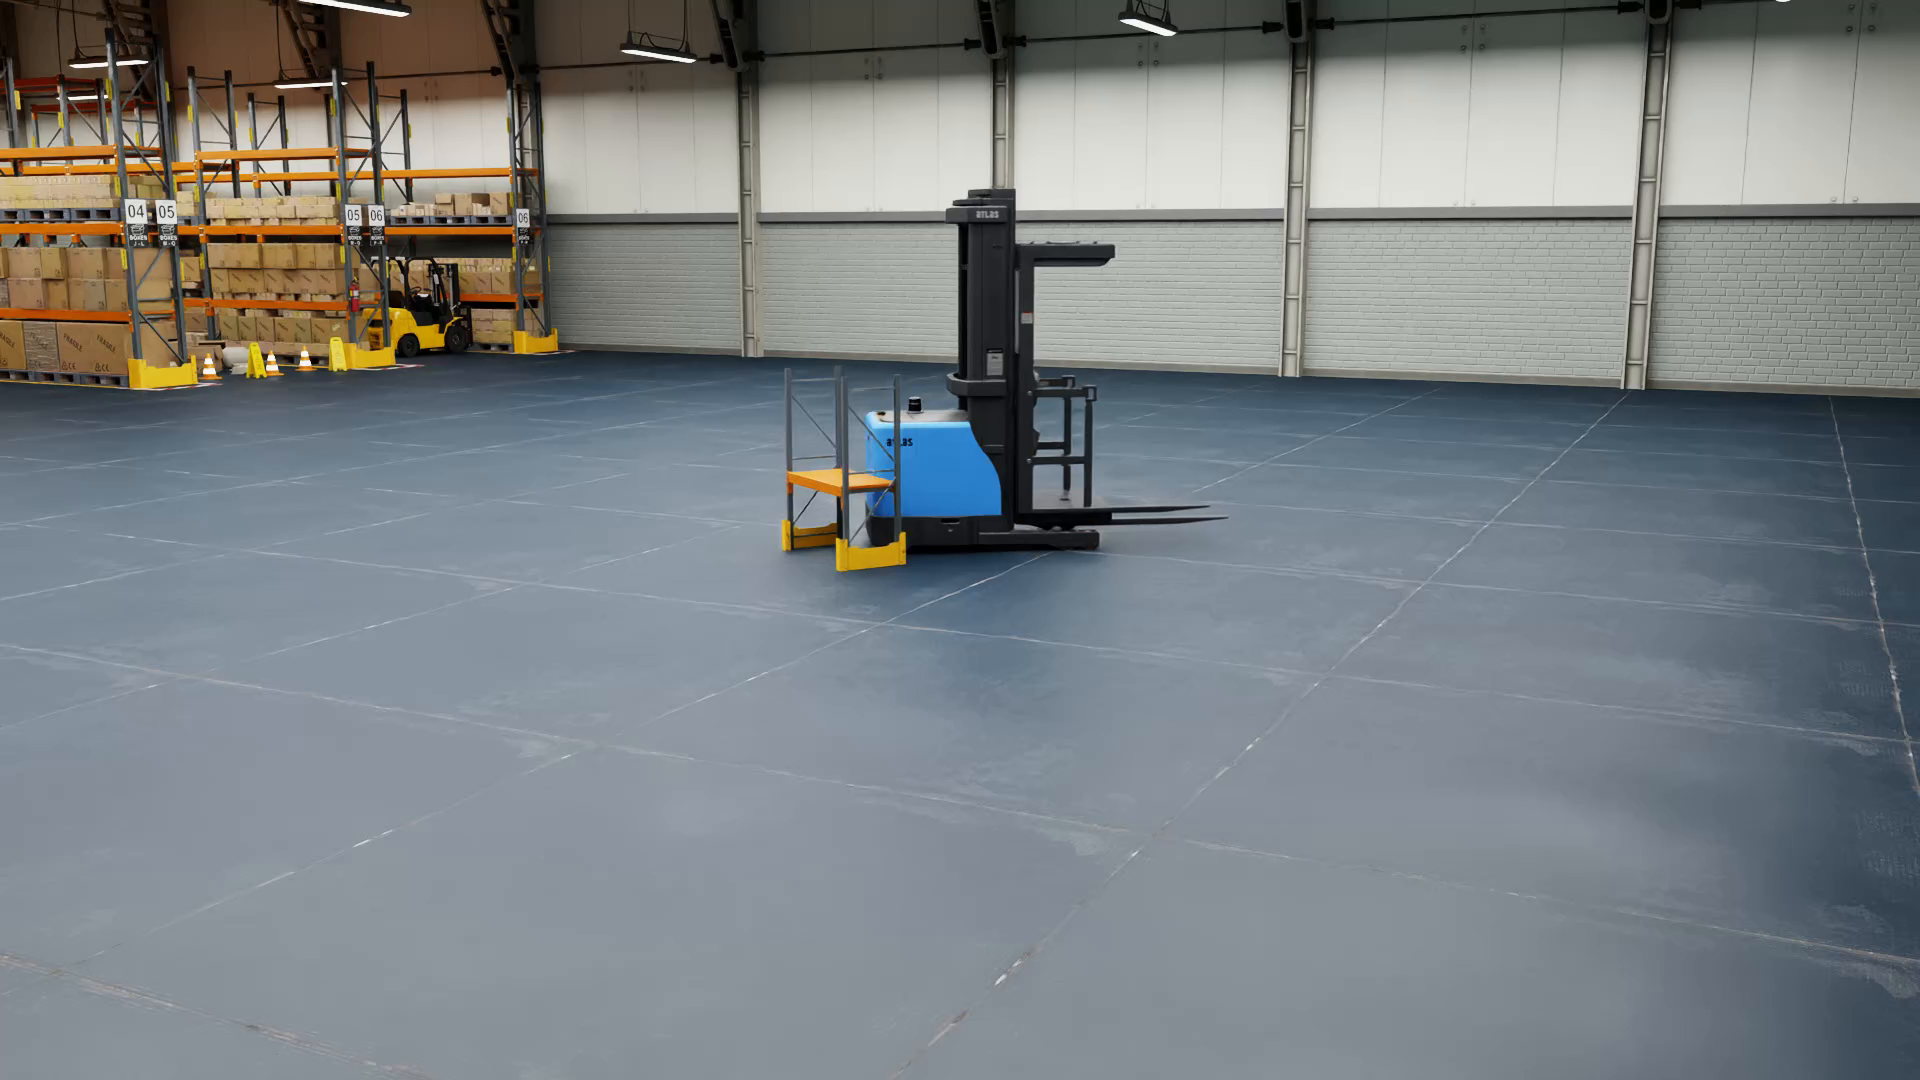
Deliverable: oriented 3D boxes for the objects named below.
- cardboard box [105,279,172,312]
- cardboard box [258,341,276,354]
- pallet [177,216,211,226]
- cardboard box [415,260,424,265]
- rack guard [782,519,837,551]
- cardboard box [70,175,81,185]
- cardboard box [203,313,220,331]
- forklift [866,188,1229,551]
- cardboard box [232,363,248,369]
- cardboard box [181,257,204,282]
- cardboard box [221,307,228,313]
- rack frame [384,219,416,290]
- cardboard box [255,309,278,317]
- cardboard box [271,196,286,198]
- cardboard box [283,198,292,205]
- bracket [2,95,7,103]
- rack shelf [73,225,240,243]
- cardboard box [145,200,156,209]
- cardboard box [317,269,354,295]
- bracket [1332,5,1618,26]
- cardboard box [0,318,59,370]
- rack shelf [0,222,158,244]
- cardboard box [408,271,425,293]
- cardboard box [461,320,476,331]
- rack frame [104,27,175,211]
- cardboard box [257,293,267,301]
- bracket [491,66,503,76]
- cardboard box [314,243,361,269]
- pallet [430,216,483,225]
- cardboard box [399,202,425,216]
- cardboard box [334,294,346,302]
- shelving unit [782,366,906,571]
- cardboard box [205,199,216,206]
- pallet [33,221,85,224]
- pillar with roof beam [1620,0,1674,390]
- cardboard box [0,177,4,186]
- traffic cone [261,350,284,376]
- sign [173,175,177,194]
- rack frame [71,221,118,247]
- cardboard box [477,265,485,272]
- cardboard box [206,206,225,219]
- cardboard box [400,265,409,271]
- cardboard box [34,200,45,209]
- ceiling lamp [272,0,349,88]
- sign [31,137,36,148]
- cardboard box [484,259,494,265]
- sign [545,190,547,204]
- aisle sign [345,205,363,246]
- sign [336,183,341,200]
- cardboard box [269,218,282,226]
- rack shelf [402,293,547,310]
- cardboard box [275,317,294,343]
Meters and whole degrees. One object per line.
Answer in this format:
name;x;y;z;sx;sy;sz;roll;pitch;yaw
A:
cardboard box;-14.342;-4.281;29.042;0.550;0.550;0.875;5;11;26
cardboard box;-14.106;-3.982;34.349;0.500;0.250;0.500;5;11;25
pallet;-15.983;-6.748;35.200;1.003;0.211;1.213;5;11;26
cardboard box;-12.436;-6.473;38.636;0.250;0.149;0.380;5;12;27
rack guard;-1.207;-0.064;13.882;0.587;0.250;0.087;-6;12;-30
cardboard box;-15.127;-6.219;28.752;0.250;0.149;0.380;5;12;27
cardboard box;-18.734;-5.503;42.053;0.500;0.500;0.500;5;11;24
forklift;0.733;-1.442;13.968;3.031;2.935;1.130;-1;10;-6
cardboard box;-13.958;-3.362;32.388;0.380;0.149;0.250;-7;12;-33
cardboard box;-15.992;-5.701;35.013;0.500;0.500;0.500;5;11;25
cardboard box;-18.341;-5.794;41.838;0.250;0.149;0.380;5;11;25
rack frame;-13.284;-6.092;39.469;0.127;3.000;1.000;5;11;26
cardboard box;-14.277;-4.671;34.231;0.250;0.149;0.380;6;12;29
cardboard box;-16.329;-8.093;40.358;0.500;0.500;0.500;5;11;26
cardboard box;-13.419;-6.825;33.564;0.250;0.149;0.380;5;11;24
bracket;-25.849;-12.028;45.315;0.430;0.232;0.235;5;11;26
rack shelf;-17.270;-6.579;35.755;4.000;0.370;1.077;5;11;26
cardboard box;-14.155;-5.872;29.075;0.250;0.149;0.380;5;11;26
cardboard box;-12.498;-5.178;33.304;0.500;0.500;0.500;5;11;25
bracket;8.761;-8.987;28.511;4.783;0.066;0.076;5;11;26
cardboard box;-17.043;-3.601;30.492;0.875;0.875;0.875;5;11;27
rack shelf;-15.783;-5.465;29.602;4.000;0.370;1.077;5;11;26
cardboard box;-12.527;-6.026;38.825;0.500;0.500;0.500;5;12;27
cardboard box;-11.189;-4.944;38.261;0.500;0.250;0.500;5;11;25
rack frame;-13.989;-7.138;28.400;0.127;3.000;1.000;5;11;26
cardboard box;-14.193;-4.997;34.124;0.250;0.149;0.380;5;11;26
bracket;-10.451;-10.675;37.839;0.430;0.232;0.235;5;11;26
cardboard box;-12.444;-5.677;33.251;0.500;0.500;0.700;5;11;24
pallet;-11.417;-7.365;38.329;1.213;0.211;1.003;5;11;26
cardboard box;-12.645;-7.676;38.587;0.500;0.311;0.500;5;12;27
cardboard box;-12.319;-4.856;33.342;0.250;0.149;0.380;5;12;28
shelving unit;-0.951;-0.603;13.351;0.587;1.500;1.083;-6;12;-30
cardboard box;-15.339;-6.967;34.347;0.250;0.149;0.380;5;11;25
pallet;-19.665;-7.040;36.812;1.003;0.211;1.213;6;12;28
pillar with roof beam;9.696;-6.349;24.043;0.548;9.000;9.100;5;11;26
cardboard box;-16.944;-6.378;29.634;0.250;0.149;0.380;5;11;25
traffic cone;-13.032;-3.359;31.493;0.334;0.463;0.336;5;11;26
sign;-13.738;-6.219;29.069;0.005;0.325;0.100;5;11;26
rack frame;-19.064;-5.614;36.829;0.127;3.000;1.000;5;11;26
cardboard box;-10.797;-6.195;37.935;0.250;0.149;0.380;5;11;25
cardboard box;-15.203;-6.769;34.374;0.500;0.250;0.500;5;11;25
cardboard box;-12.881;-6.373;38.920;0.250;0.149;0.380;5;12;27
cardboard box;-16.036;-5.906;29.264;0.250;0.149;0.380;5;11;27
ceiling lamp;-14.132;-11.555;36.416;2.000;3.185;0.800;5;11;26
sign;-24.285;-10.402;43.591;0.005;0.325;0.100;5;11;26
cardboard box;-10.593;-6.317;37.775;0.250;0.149;0.380;5;12;27
sign;-9.446;-7.810;37.863;0.005;0.325;0.100;5;11;26
aisle sign;-11.962;-6.212;32.832;0.004;0.787;0.394;5;11;26
sign;-12.153;-6.809;32.519;0.005;0.325;0.100;5;11;26
cardboard box;-13.730;-6.434;33.639;0.250;0.149;0.380;5;11;25
rack shelf;-11.490;-5.581;38.663;4.000;0.370;1.077;5;11;26
cardboard box;-13.642;-4.310;34.055;0.500;0.500;0.500;5;11;24
